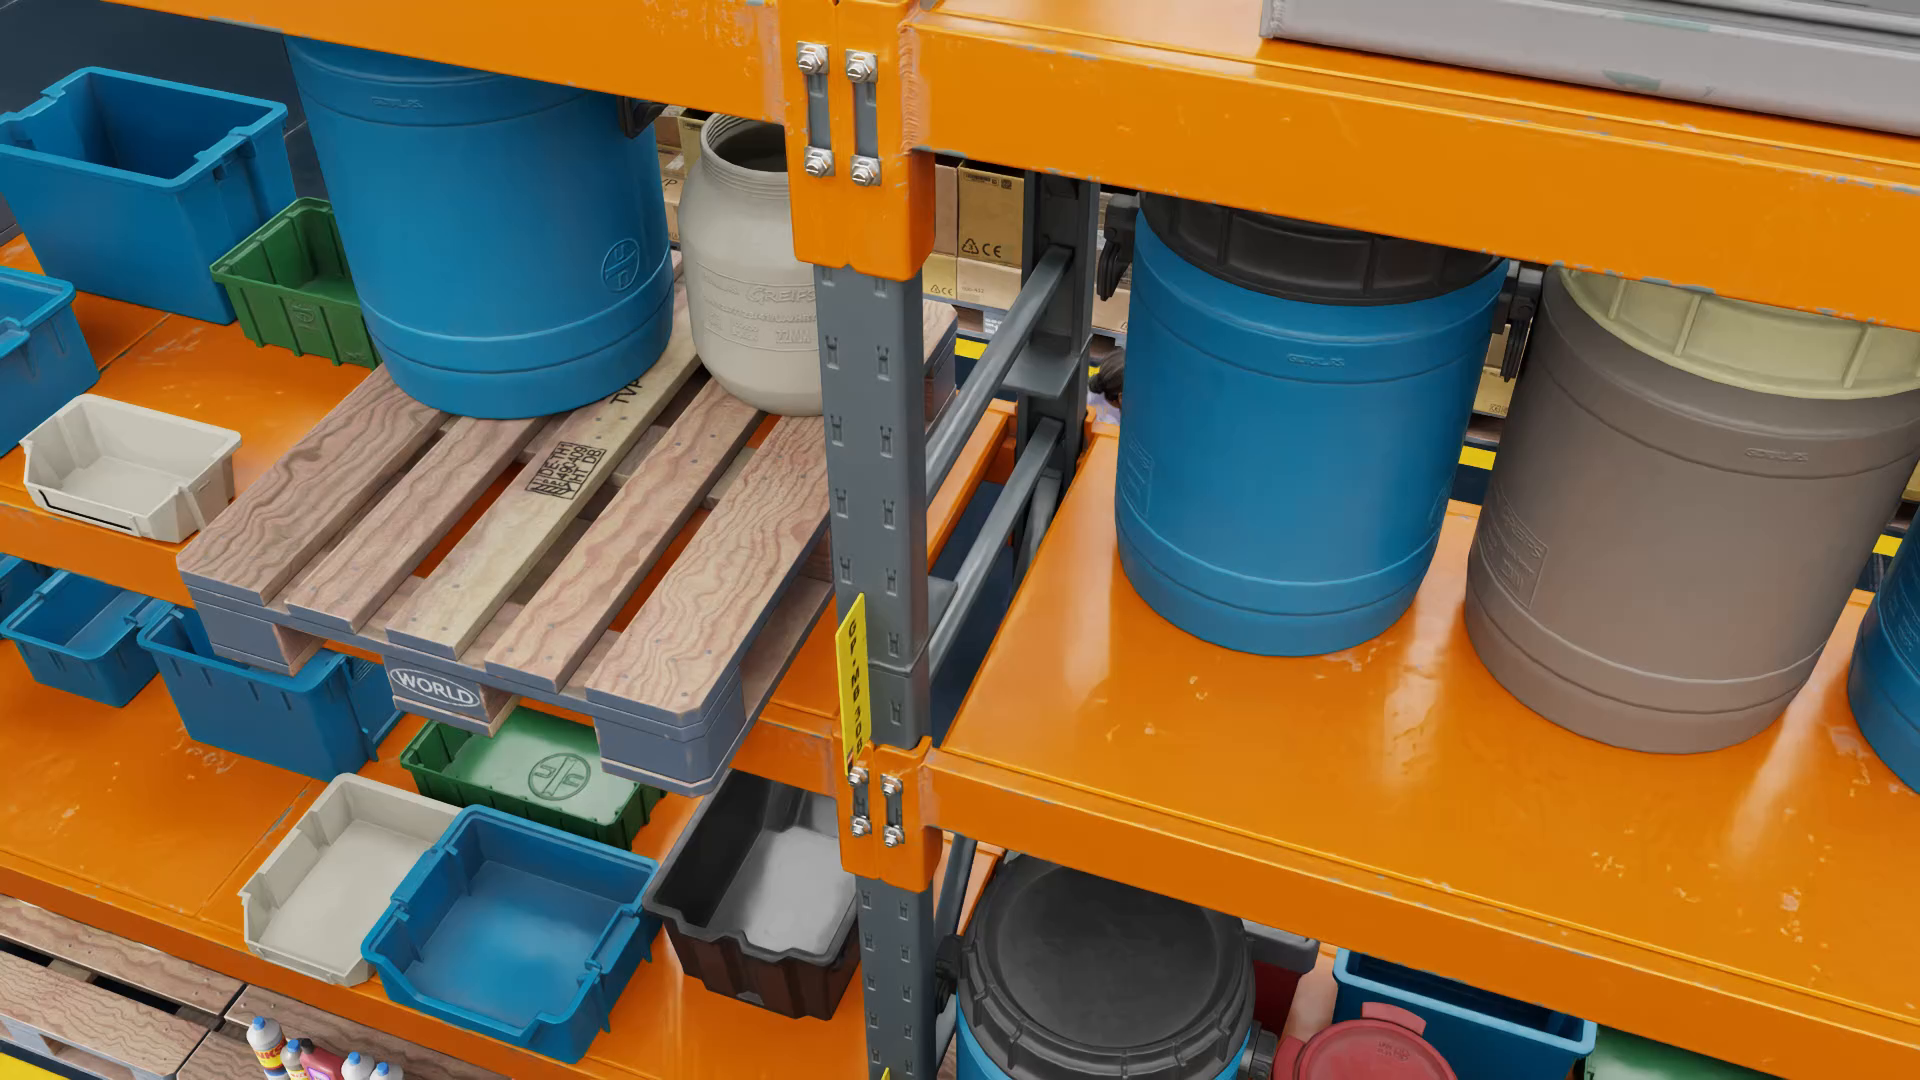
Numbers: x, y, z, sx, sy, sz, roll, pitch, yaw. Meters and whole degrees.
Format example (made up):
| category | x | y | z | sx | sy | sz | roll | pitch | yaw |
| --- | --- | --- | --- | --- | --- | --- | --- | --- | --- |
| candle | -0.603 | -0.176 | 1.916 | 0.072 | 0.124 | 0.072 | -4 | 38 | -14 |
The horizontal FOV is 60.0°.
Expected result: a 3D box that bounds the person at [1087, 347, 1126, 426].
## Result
| category | x | y | z | sx | sy | sz | roll | pitch | yaw |
| --- | --- | --- | --- | --- | --- | --- | --- | --- | --- |
| person | 0.494 | -0.048 | 6.212 | 0.461 | 1.639 | 0.533 | -7 | 42 | -7 |
